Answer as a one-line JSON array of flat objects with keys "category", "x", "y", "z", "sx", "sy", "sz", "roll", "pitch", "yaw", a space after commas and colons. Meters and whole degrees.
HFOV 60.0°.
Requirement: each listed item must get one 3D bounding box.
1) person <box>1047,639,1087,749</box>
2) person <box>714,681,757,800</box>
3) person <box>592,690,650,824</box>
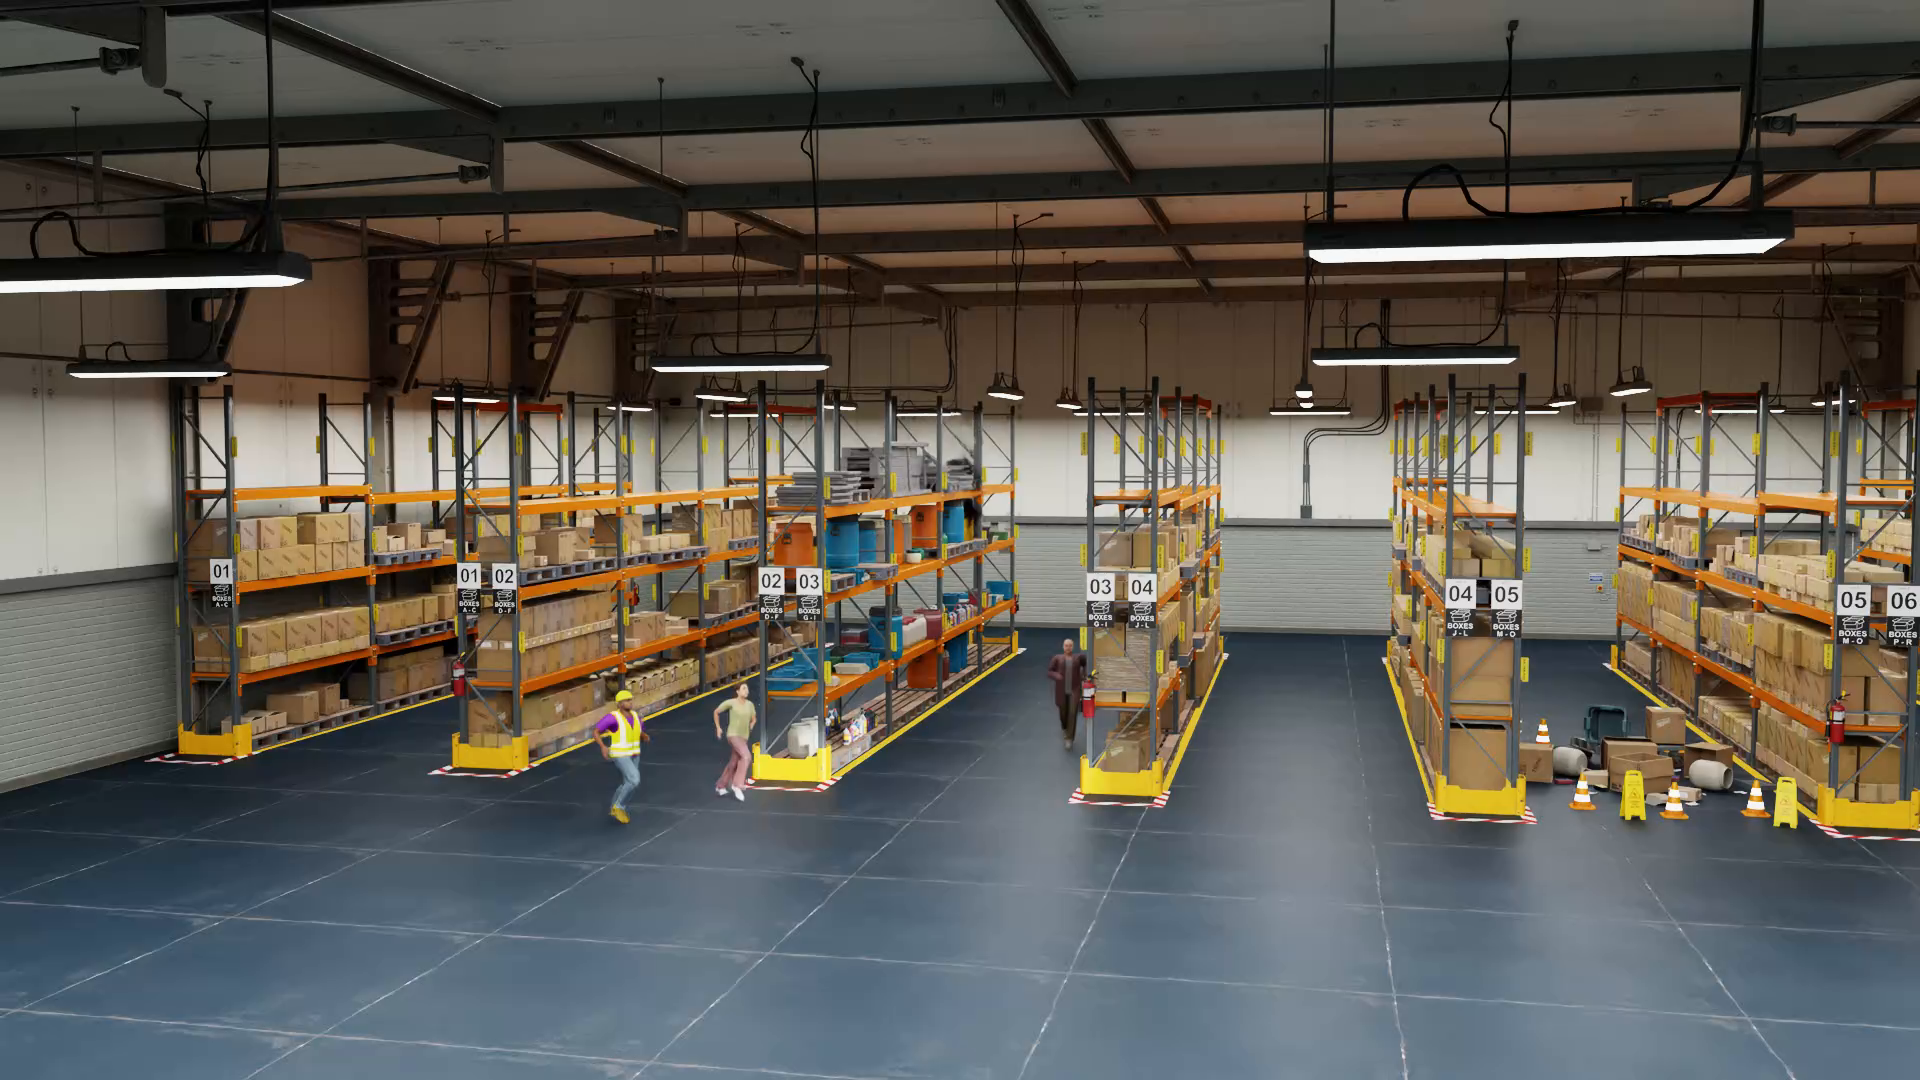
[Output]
[{"category": "person", "x": 1.803, "y": 2.529, "z": 27.703, "sx": 0.714, "sy": 1.763, "sz": 1.081, "roll": 0, "pitch": 3, "yaw": 5}, {"category": "person", "x": -3.143, "y": 2.837, "z": 23.760, "sx": 0.690, "sy": 1.636, "sz": 0.574, "roll": 3, "pitch": 4, "yaw": 42}, {"category": "person", "x": -4.433, "y": 2.883, "z": 22.130, "sx": 0.697, "sy": 1.769, "sz": 0.674, "roll": 2, "pitch": 4, "yaw": 31}]
